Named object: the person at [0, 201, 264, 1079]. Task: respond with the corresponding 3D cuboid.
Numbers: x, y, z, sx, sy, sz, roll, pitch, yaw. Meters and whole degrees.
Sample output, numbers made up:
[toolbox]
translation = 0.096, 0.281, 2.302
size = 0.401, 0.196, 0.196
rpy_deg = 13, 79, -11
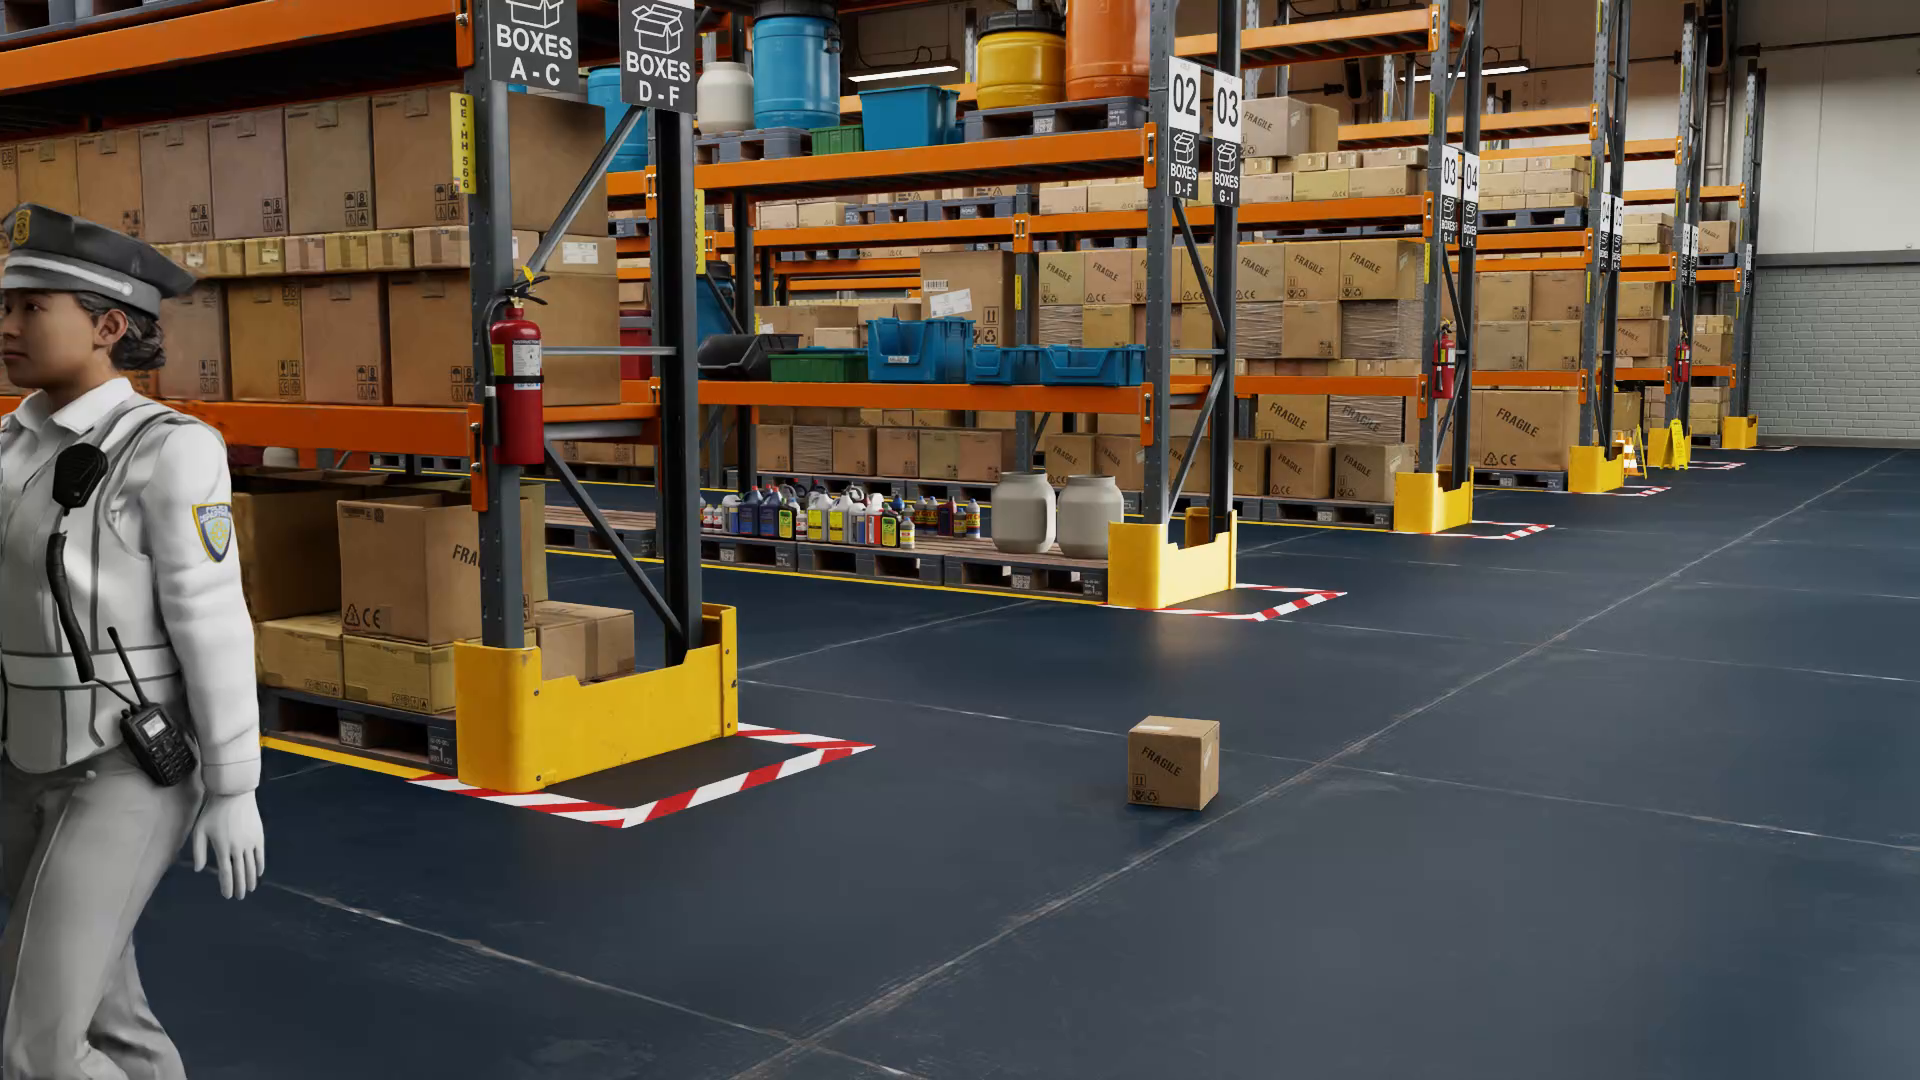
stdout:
[person]
translation = -1.315, 0.378, 2.442
size = 0.527, 1.724, 0.472
rpy_deg = 3, 7, 25
